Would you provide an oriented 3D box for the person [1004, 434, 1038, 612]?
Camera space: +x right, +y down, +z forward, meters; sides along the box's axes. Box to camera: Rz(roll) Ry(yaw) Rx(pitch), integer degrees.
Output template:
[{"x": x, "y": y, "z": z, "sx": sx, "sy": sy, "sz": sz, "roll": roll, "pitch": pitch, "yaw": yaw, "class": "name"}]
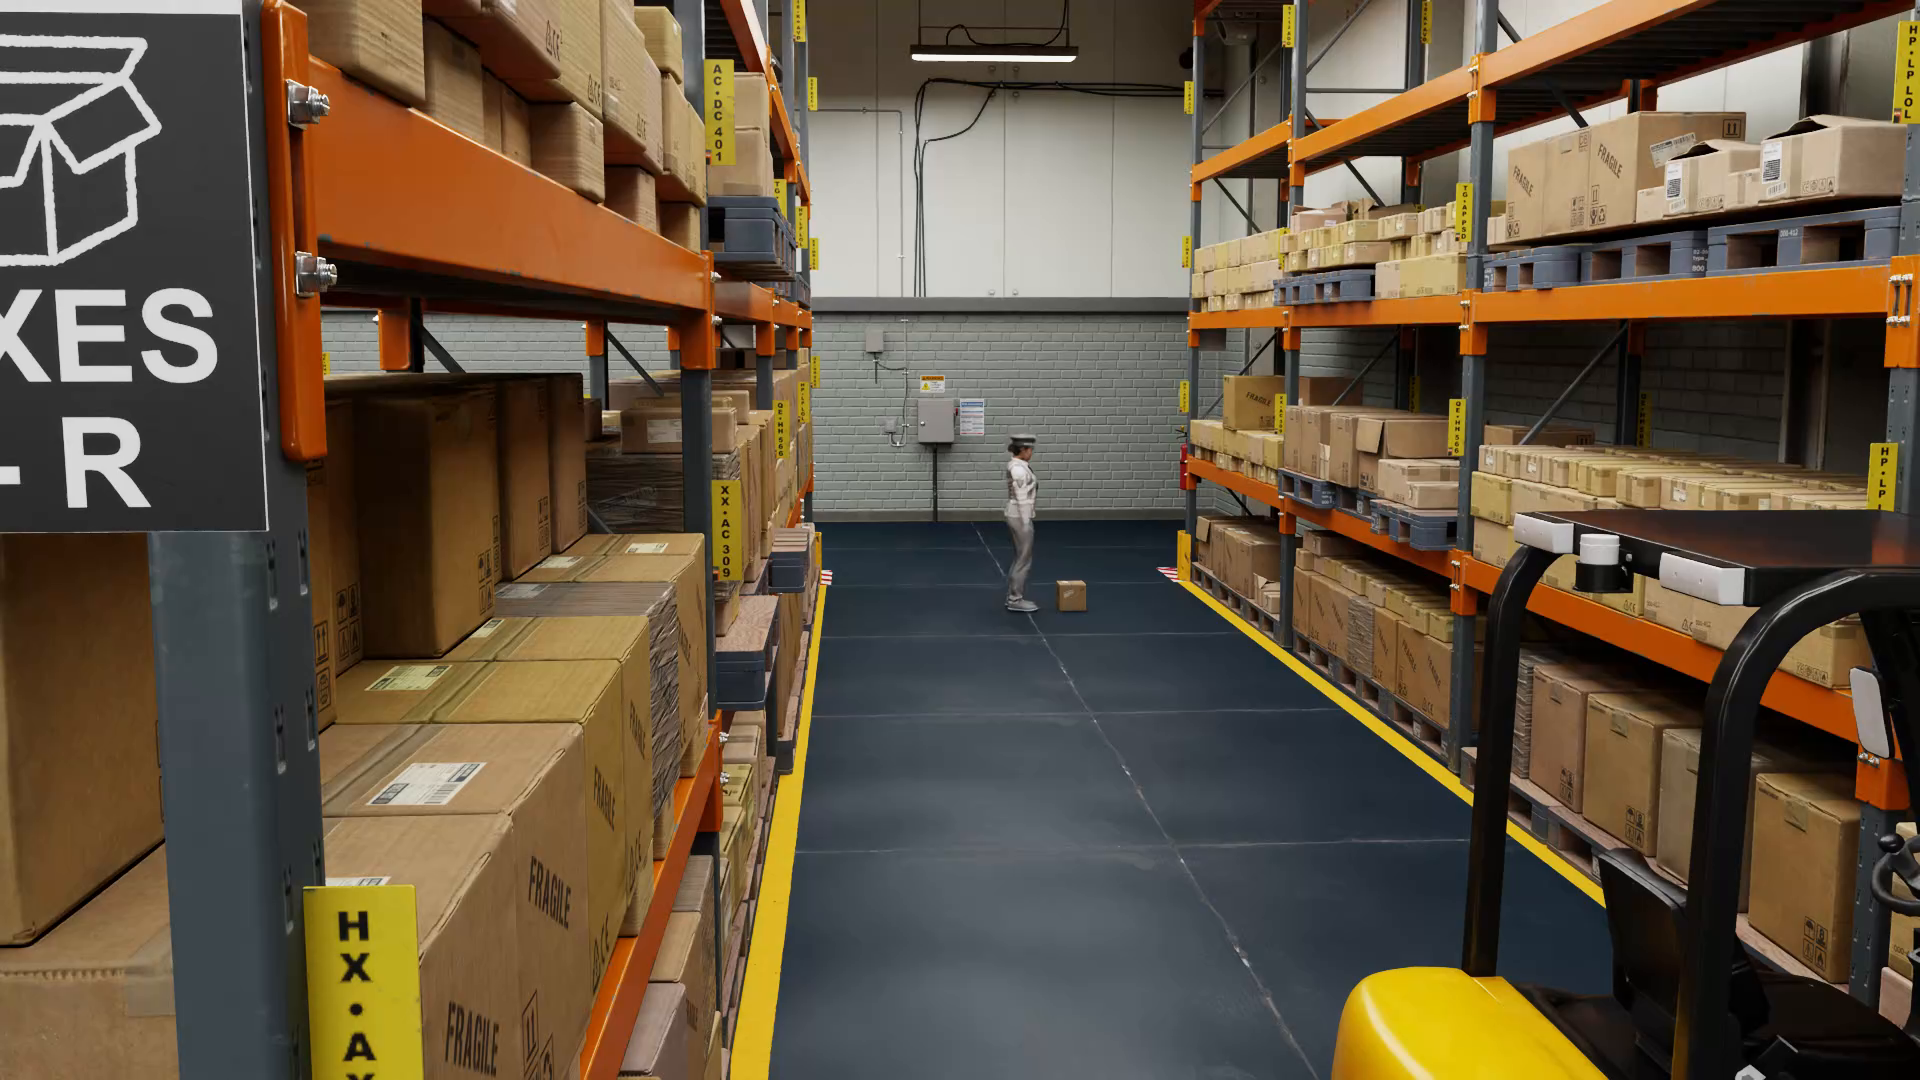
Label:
[{"x": 0.578, "y": -0.167, "z": 15.651, "sx": 0.327, "sy": 1.662, "sz": 0.472, "roll": 0, "pitch": 7, "yaw": -3, "class": "person"}]
